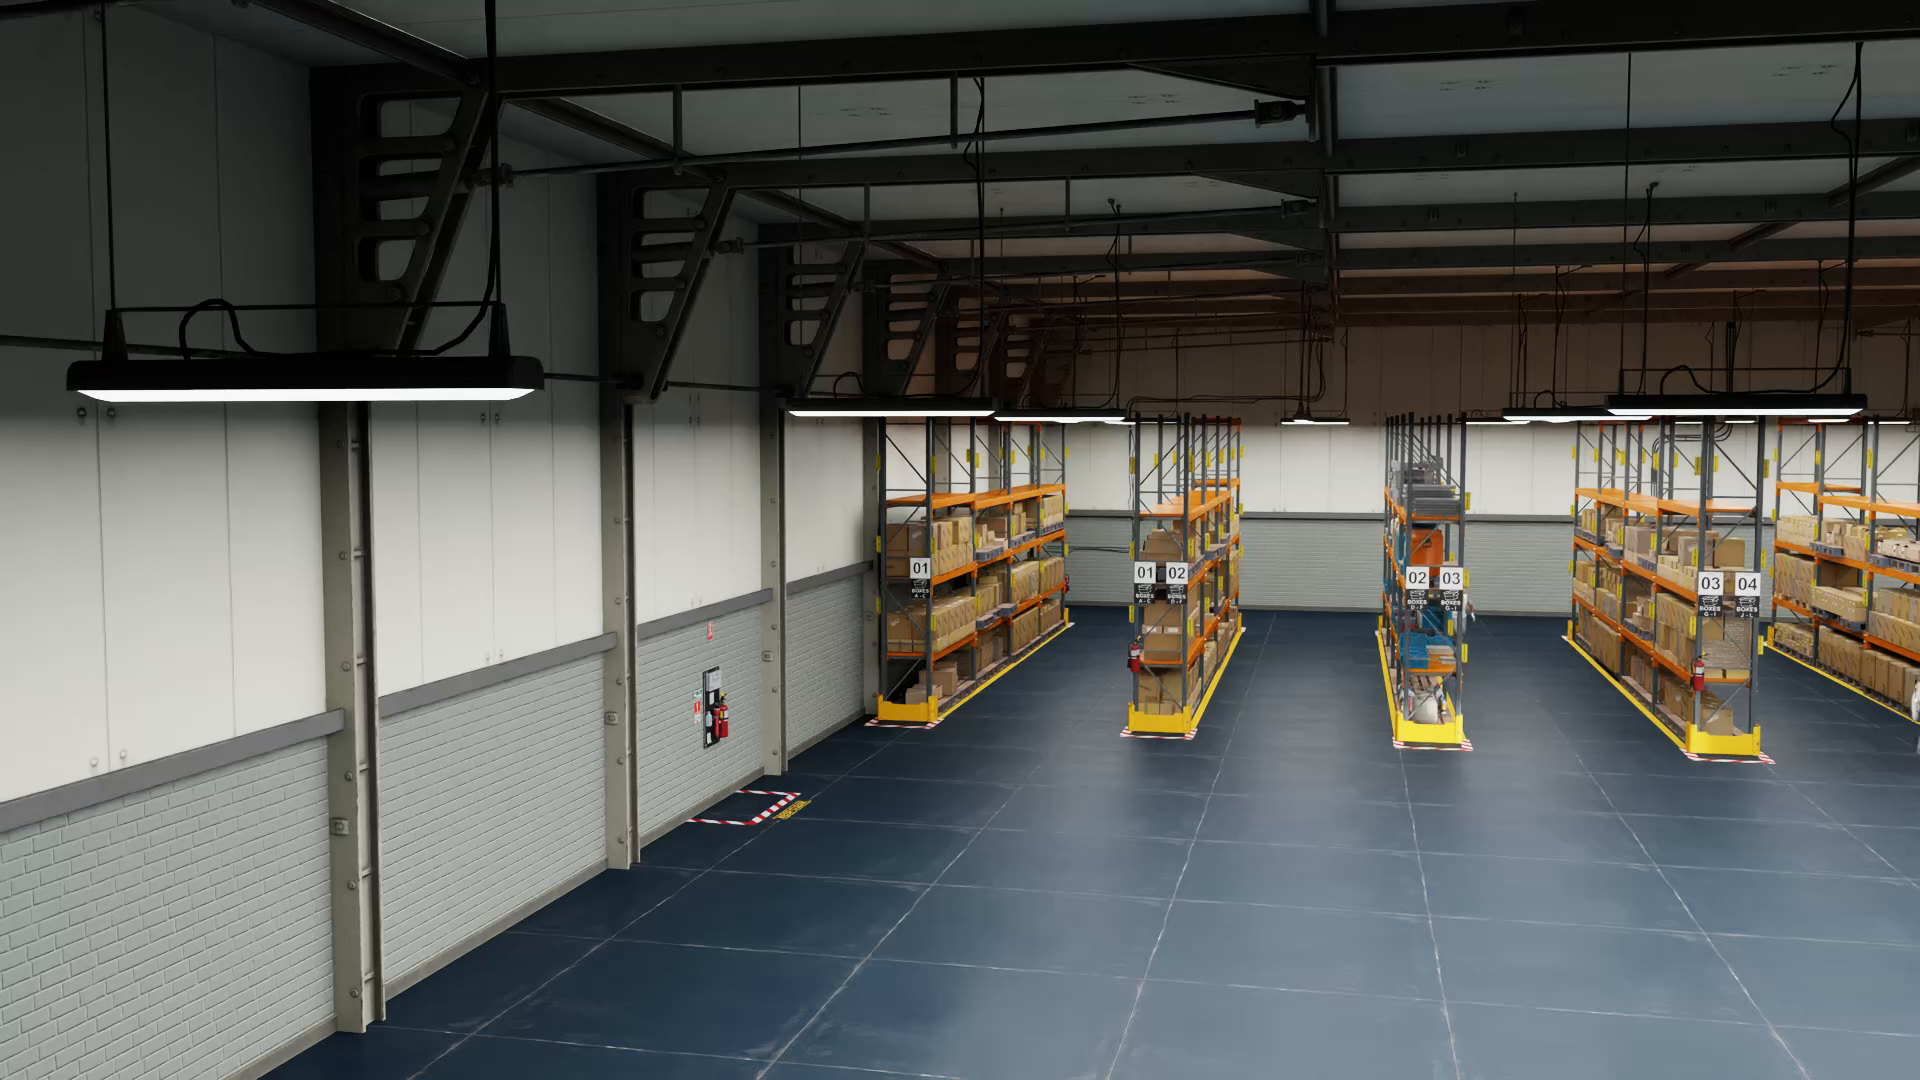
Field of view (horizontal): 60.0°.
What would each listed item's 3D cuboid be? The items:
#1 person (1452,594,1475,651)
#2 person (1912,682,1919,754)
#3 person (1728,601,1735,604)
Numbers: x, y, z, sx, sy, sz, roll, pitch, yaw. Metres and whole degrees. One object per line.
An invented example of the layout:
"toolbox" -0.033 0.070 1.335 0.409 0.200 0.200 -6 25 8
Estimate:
"person" 12.691 2.021 42.279 0.718 1.846 0.581 -1 4 -8
"person" 16.650 2.958 28.473 0.504 1.626 0.966 0 4 3
"person" 20.743 1.777 45.071 0.635 1.731 0.978 2 4 30
